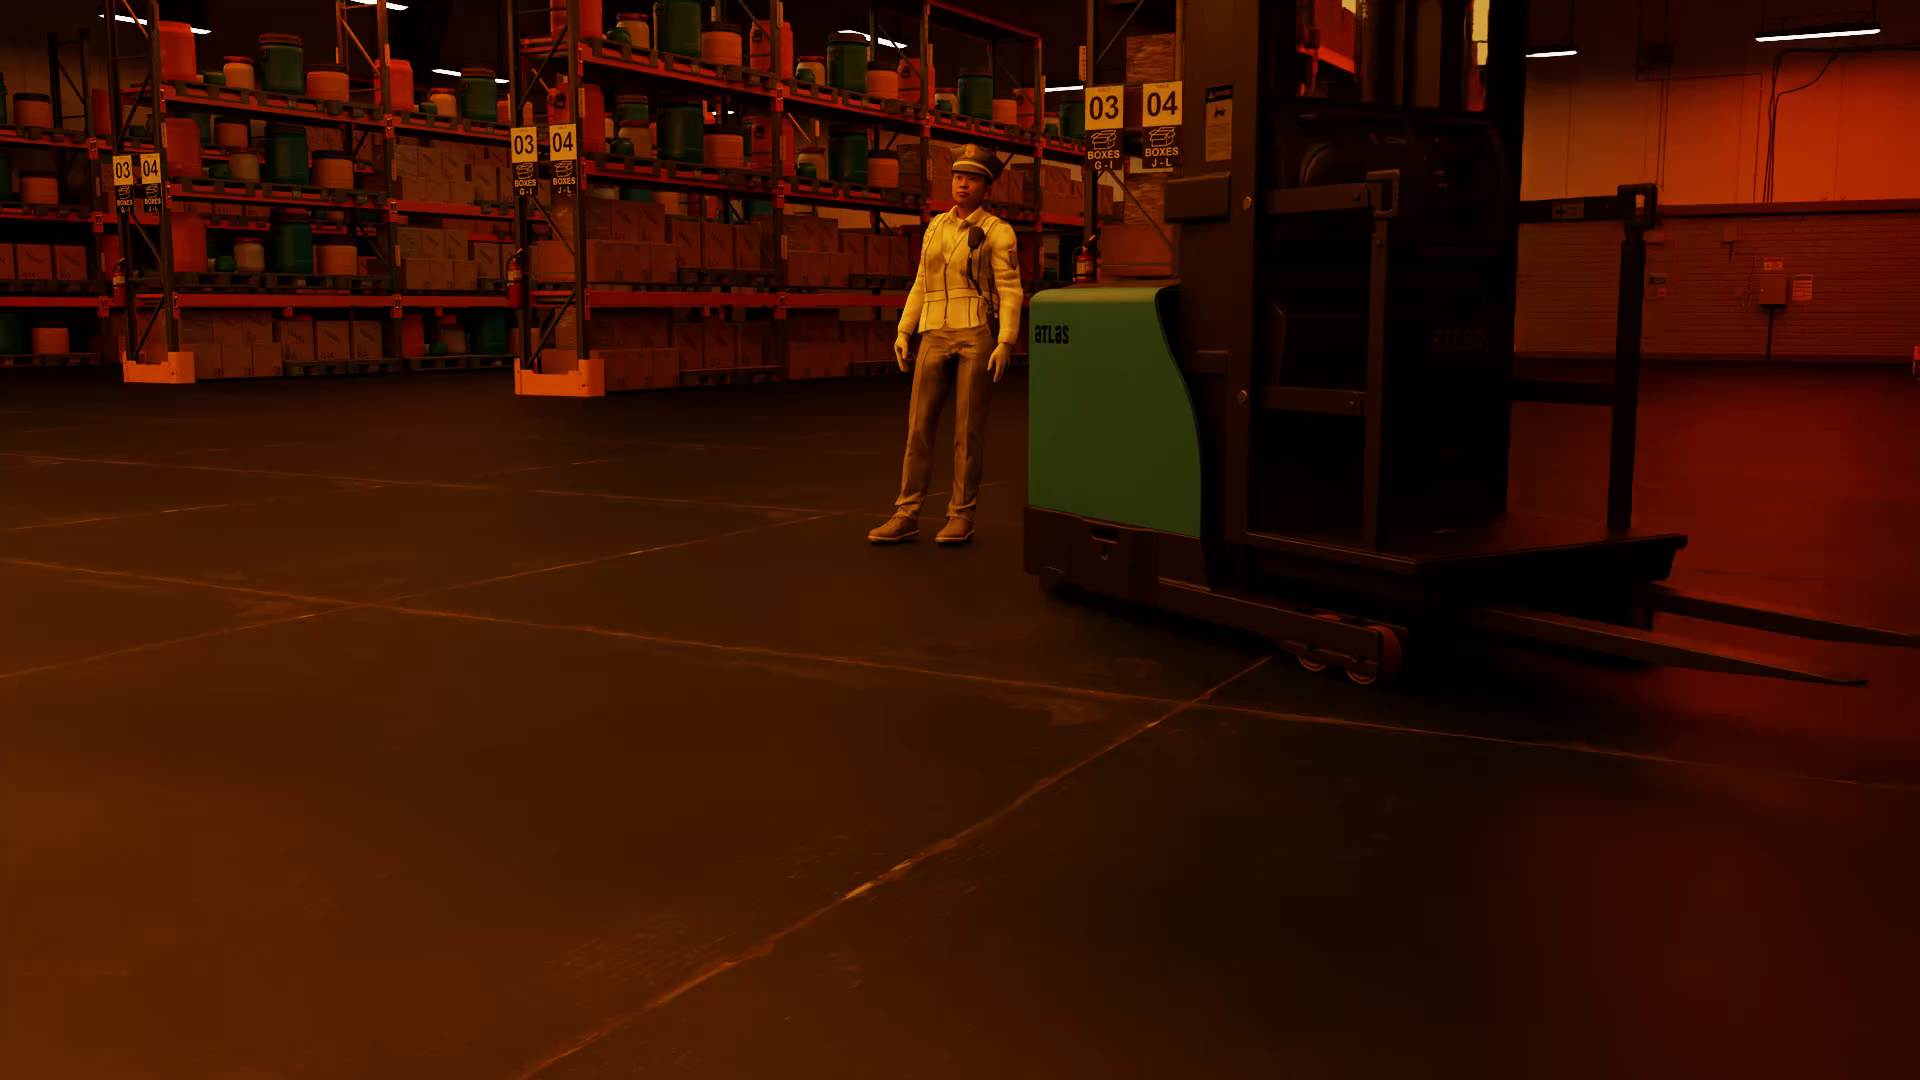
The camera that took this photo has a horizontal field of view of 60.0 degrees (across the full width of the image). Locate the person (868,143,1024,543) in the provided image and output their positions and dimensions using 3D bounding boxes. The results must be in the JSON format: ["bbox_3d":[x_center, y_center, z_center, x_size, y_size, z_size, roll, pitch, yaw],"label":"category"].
[{"bbox_3d":[-0.047,-0.839,7.145,0.569,1.694,0.529,4,9,29],"label":"person"}]

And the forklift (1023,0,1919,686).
[{"bbox_3d":[1.404,-1.131,4.791,1.130,2.935,3.031,-5,9,-30],"label":"forklift"}]
